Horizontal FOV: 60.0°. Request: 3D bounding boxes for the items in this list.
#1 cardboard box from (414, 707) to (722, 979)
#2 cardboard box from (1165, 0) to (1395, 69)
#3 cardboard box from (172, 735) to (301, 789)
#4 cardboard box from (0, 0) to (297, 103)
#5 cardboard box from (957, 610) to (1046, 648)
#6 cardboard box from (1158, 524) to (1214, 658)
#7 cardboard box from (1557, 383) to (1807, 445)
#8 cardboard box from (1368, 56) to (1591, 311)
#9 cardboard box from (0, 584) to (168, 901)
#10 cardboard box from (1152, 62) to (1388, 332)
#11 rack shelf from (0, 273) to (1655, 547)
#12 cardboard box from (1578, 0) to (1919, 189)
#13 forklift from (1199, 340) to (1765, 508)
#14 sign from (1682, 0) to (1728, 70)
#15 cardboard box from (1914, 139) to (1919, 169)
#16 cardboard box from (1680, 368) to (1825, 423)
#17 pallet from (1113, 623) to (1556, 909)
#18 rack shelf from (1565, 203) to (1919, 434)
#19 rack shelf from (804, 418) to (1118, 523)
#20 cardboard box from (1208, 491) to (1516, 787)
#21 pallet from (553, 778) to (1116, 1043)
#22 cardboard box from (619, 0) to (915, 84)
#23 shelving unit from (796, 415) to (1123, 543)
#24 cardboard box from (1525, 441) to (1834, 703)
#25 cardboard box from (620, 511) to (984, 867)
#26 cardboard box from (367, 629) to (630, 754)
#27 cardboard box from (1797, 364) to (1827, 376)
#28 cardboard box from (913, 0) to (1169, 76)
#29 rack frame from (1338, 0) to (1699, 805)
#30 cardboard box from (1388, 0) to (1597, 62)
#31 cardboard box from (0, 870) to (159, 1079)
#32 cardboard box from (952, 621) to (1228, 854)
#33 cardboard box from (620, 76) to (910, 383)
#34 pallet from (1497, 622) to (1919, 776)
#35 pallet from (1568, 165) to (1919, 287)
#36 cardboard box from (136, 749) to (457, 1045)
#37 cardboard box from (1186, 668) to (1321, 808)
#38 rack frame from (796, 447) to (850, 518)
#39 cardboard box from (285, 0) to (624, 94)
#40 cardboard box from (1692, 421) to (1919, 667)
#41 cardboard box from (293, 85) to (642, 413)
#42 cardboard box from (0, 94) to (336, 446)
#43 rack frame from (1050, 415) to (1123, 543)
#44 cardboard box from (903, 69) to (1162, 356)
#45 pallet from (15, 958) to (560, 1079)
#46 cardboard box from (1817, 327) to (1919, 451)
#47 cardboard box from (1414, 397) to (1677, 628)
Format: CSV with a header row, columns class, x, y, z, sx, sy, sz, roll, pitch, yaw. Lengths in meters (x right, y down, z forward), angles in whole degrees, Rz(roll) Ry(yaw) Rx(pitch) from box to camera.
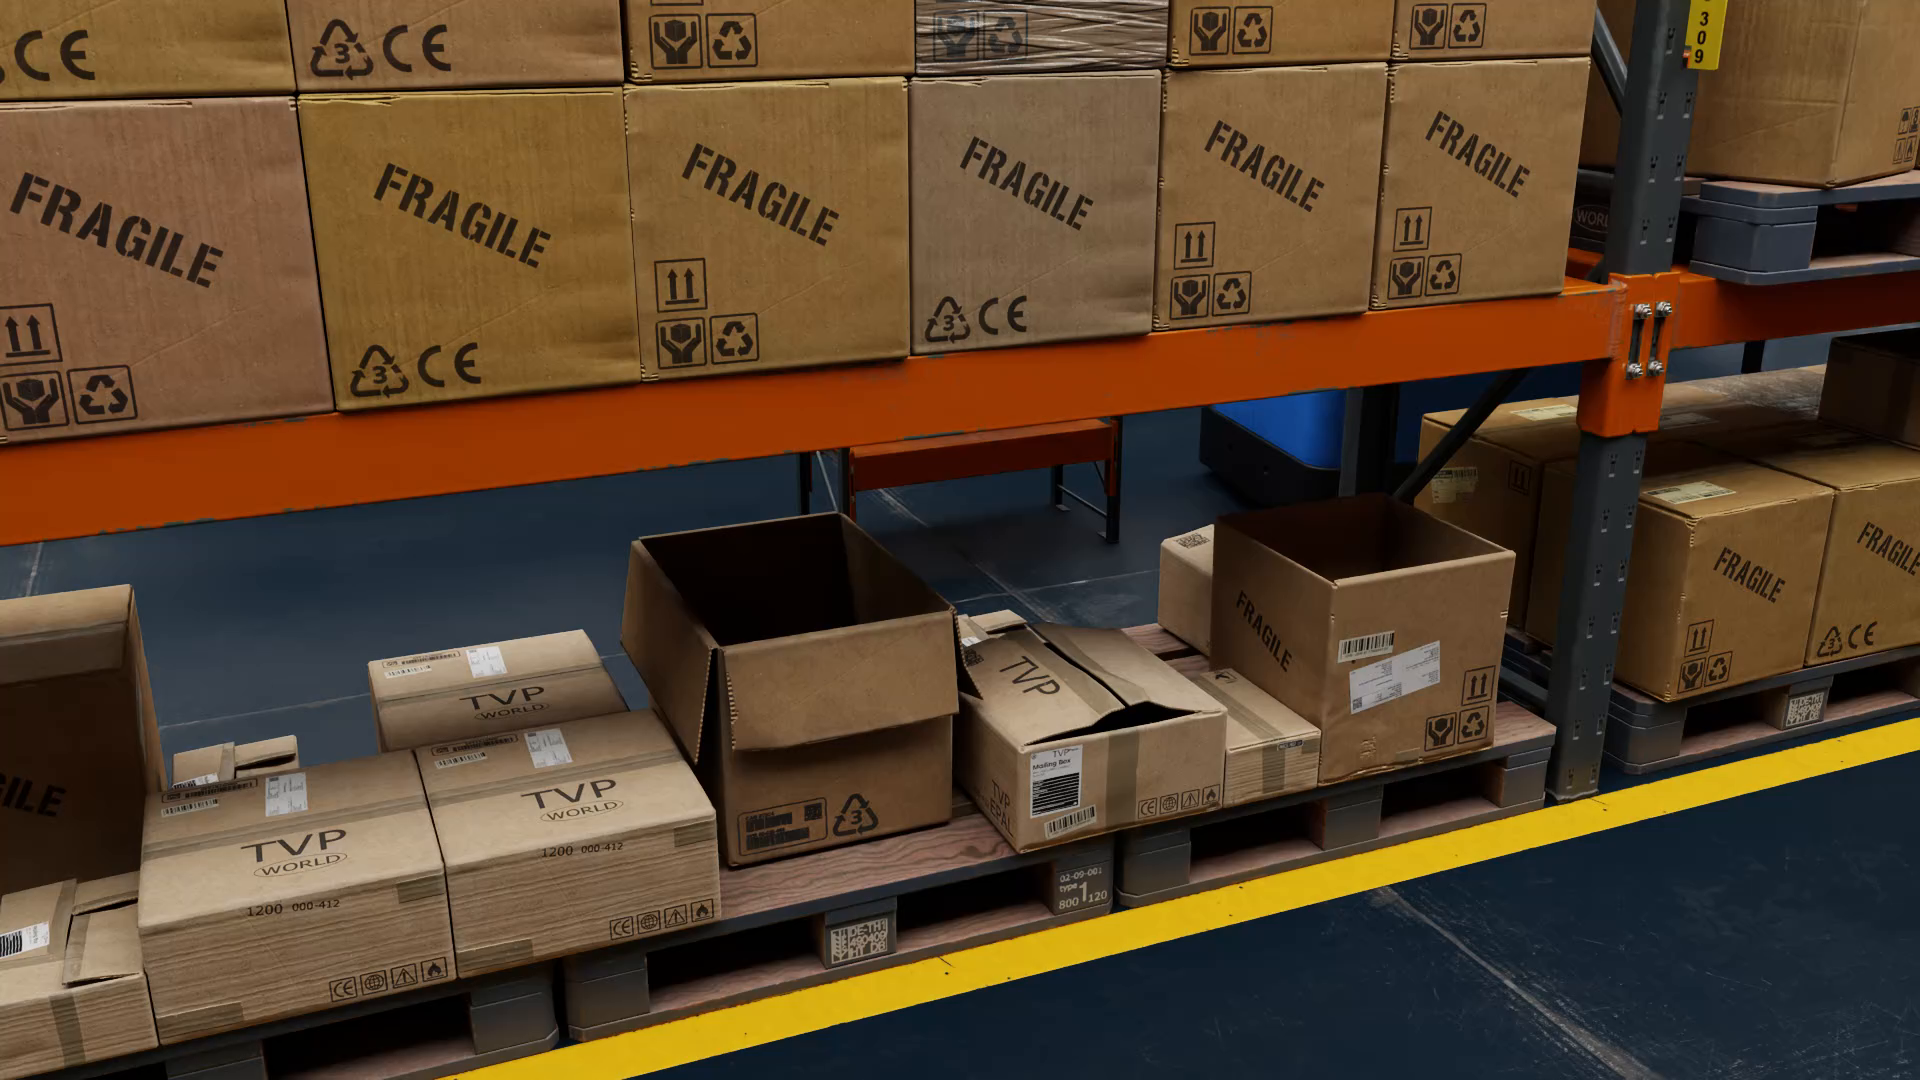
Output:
class,x,y,z,sx,sy,sz,roll,pitch,yaw
cardboard box,-0.791,0.585,3.323,0.500,0.250,0.500,-8,21,-22
cardboard box,0.521,-1.220,3.313,0.500,0.500,0.500,-9,21,-23
cardboard box,-1.512,0.568,3.496,0.250,0.166,0.380,-8,21,-22
cardboard box,-1.332,-0.956,2.565,0.500,0.500,0.500,-8,21,-21
cardboard box,0.091,0.321,4.199,0.250,0.166,0.380,-8,21,-22
cardboard box,0.881,0.136,4.507,0.500,0.311,0.500,-8,21,-22
cardboard box,2.149,-0.158,5.055,0.500,0.500,0.500,-8,21,-22
cardboard box,0.995,-0.818,3.677,0.500,0.500,0.500,-8,21,-21
cardboard box,-1.919,0.437,3.367,0.500,0.500,0.500,-8,21,-22
cardboard box,0.522,-0.749,3.483,0.500,0.500,0.500,-8,21,-20
rack shelf,-0.484,-0.312,3.475,4.000,0.370,1.077,-8,21,-22
cardboard box,1.876,-1.154,4.000,0.500,0.500,0.700,-17,26,-40
forklift,2.541,-1.629,6.236,3.031,2.935,1.130,-5,20,-15
sign,1.574,-1.158,3.492,0.005,0.325,0.100,-8,21,-22
cardboard box,2.482,-1.264,4.311,0.500,0.500,0.700,-5,20,-13
cardboard box,2.609,-0.224,5.242,0.500,0.500,0.500,-8,21,-21
pallet,0.721,0.491,4.310,1.213,0.211,1.003,-8,21,-22
rack shelf,3.188,-0.838,4.969,4.000,0.370,1.077,-8,21,-22
rack shelf,-0.006,-0.299,5.914,1.000,0.278,0.538,-8,21,-22
cardboard box,0.941,0.219,3.986,0.500,0.500,0.500,-8,21,-22
pallet,-0.401,0.653,3.851,1.213,0.211,1.003,-8,21,-22
cardboard box,-0.405,-1.087,2.938,0.500,0.500,0.500,-8,21,-22
shelving unit,-0.006,-0.530,5.833,1.048,1.125,0.538,-8,21,-22
cardboard box,1.893,0.068,4.414,0.500,0.500,0.500,-9,21,-24
cardboard box,-0.371,0.304,3.738,0.637,0.503,0.797,-8,21,-22
cardboard box,-1.035,0.439,3.737,0.500,0.250,0.500,-8,21,-22
cardboard box,3.076,-0.291,5.434,0.500,0.500,0.500,-9,21,-24
cardboard box,0.058,-1.153,3.125,0.500,0.500,0.500,-8,21,-21
rack frame,1.352,-0.914,4.103,0.127,3.000,1.000,-8,21,-22
cardboard box,0.990,-1.288,3.507,0.500,0.500,0.500,-8,21,-22
cardboard box,-1.571,0.757,2.958,0.250,0.166,0.380,-8,21,-22
cardboard box,0.253,0.406,3.737,0.500,0.311,0.500,-8,21,-22
cardboard box,-0.416,-0.613,3.097,0.500,0.500,0.500,-8,21,-21
pallet,2.084,0.282,4.902,1.213,0.211,1.003,-8,21,-22
pallet,2.129,-0.896,4.339,1.213,0.211,1.003,-8,21,-22
cardboard box,-1.250,0.650,3.136,0.500,0.250,0.500,-8,21,-22
cardboard box,0.621,0.452,3.852,0.250,0.149,0.380,-8,21,-22
rack frame,-0.473,-0.463,5.643,0.032,1.125,0.500,-8,21,-22
cardboard box,-0.871,-1.020,2.747,0.500,0.500,0.500,-8,21,-21
cardboard box,2.378,-0.006,4.623,0.500,0.500,0.500,-8,21,-21
cardboard box,-0.875,-0.548,2.911,0.500,0.500,0.500,-8,21,-22
cardboard box,-1.337,-0.483,2.726,0.500,0.500,0.500,-8,21,-22
rack frame,0.461,-0.597,6.023,0.032,1.125,0.500,-8,21,-22
cardboard box,0.051,-0.681,3.289,0.500,0.500,0.500,-8,21,-21
pallet,-1.519,0.812,3.398,1.213,0.211,1.003,-8,21,-22
cardboard box,2.811,-0.418,4.663,0.500,0.250,0.500,-8,21,-22
cardboard box,1.692,-0.095,4.877,0.500,0.500,0.500,-8,21,-22
